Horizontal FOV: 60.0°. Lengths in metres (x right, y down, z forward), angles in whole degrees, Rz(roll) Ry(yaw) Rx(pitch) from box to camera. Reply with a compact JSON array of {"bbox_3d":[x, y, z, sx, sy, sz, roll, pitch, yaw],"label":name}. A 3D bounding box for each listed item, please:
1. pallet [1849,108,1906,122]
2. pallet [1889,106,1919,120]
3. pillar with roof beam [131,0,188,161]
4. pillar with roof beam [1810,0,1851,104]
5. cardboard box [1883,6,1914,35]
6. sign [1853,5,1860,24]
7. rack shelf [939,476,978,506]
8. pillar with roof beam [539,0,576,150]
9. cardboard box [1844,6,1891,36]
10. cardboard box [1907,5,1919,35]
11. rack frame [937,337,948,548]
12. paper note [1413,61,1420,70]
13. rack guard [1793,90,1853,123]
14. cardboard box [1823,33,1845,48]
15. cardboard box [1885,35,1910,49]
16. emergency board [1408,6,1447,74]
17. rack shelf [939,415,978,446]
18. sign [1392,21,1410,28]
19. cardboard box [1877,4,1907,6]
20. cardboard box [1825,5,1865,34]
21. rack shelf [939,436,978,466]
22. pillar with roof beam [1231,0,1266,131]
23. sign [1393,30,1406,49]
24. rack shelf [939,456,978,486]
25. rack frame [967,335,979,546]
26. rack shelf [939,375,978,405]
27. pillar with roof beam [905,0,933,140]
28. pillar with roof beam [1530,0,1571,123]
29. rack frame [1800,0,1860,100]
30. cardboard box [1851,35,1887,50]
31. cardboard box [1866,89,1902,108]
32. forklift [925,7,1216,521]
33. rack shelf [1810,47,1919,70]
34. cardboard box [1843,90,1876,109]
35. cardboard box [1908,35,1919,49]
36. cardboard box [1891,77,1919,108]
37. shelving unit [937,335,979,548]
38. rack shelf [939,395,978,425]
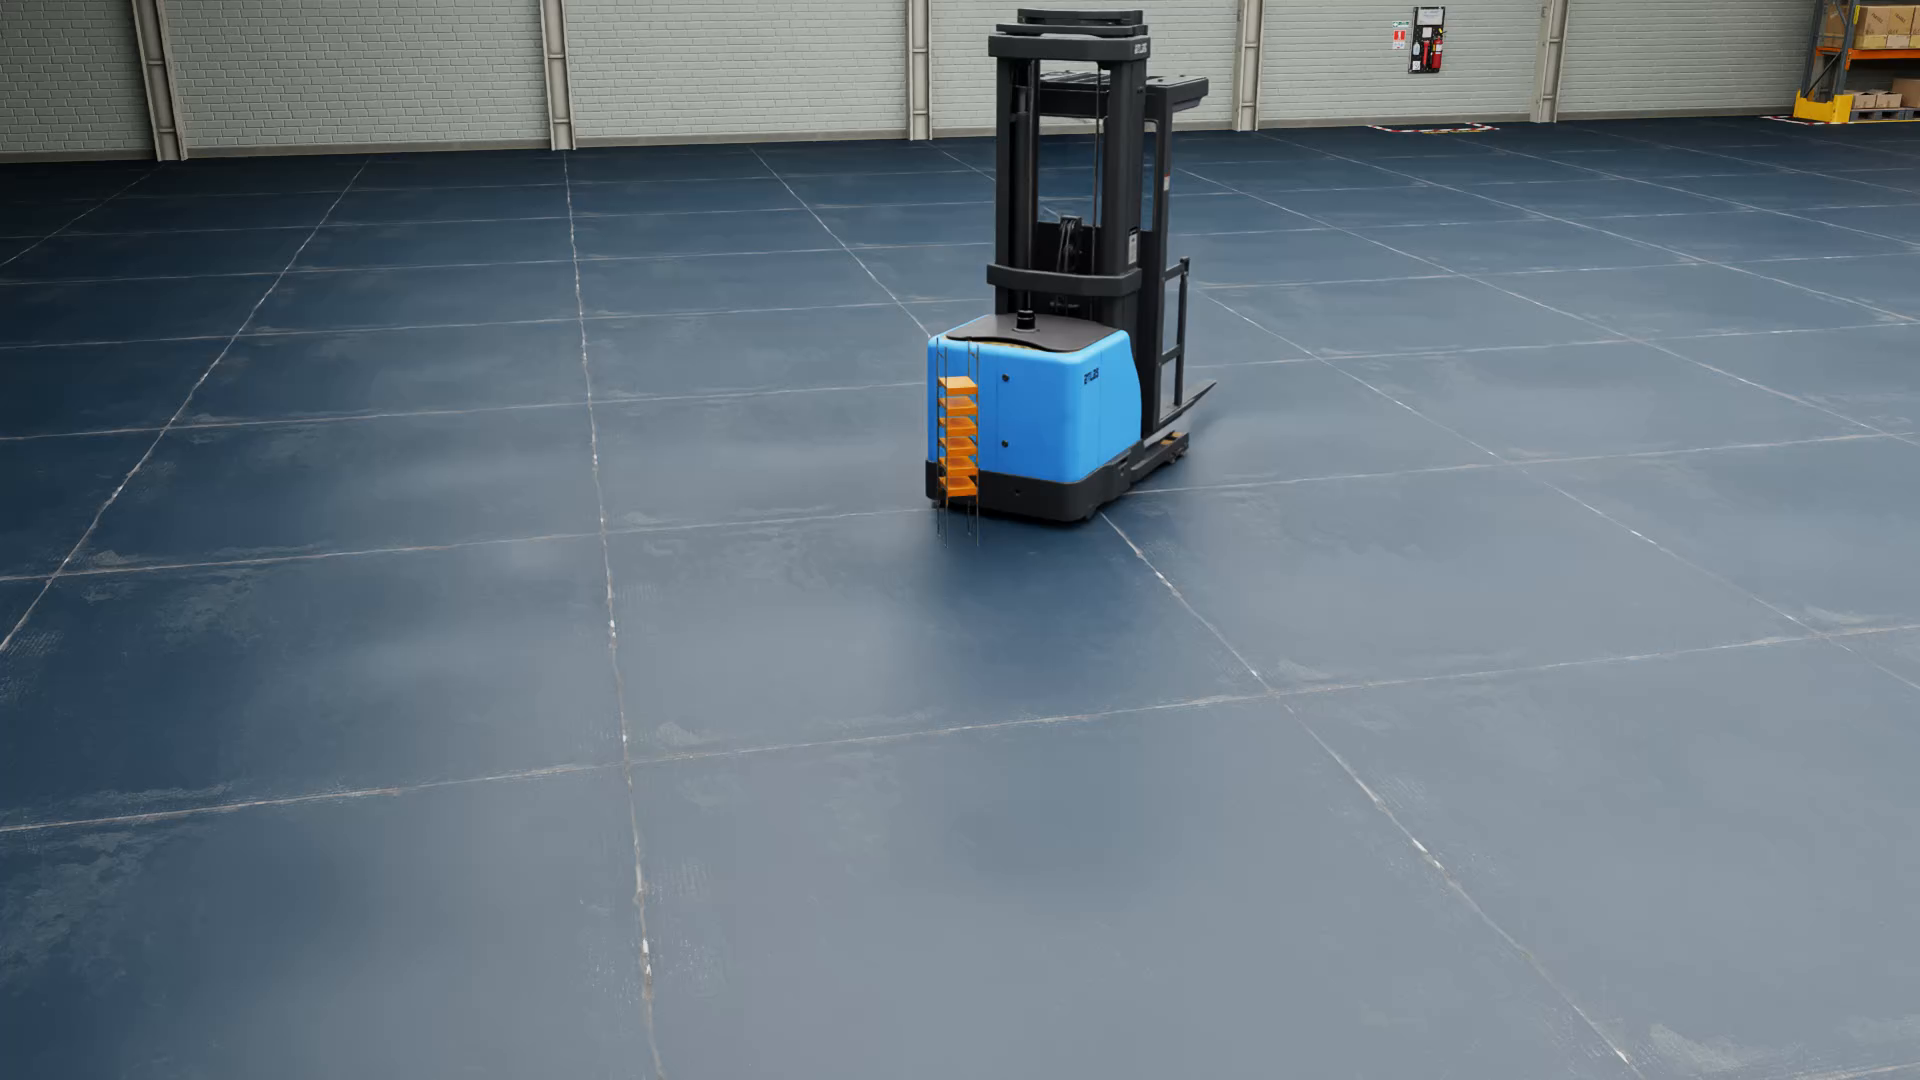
[{"bbox_3d":[17.206,-8.172,31.817,1.213,0.211,1.003,-5,21,-12],"label":"pallet"},{"bbox_3d":[18.391,-8.267,32.077,1.213,0.211,1.003,-5,21,-12],"label":"pallet"},{"bbox_3d":[-11.389,-8.769,20.671,0.400,9.000,9.100,-5,21,-12],"label":"pillar with roof beam"},{"bbox_3d":[17.806,-11.144,27.153,0.400,9.000,9.100,-5,21,-12],"label":"pillar with roof beam"},{"bbox_3d":[17.350,-9.687,30.997,0.500,0.500,0.500,-5,21,-12],"label":"cardboard box"},{"bbox_3d":[16.458,-9.648,30.533,0.005,0.325,0.100,-5,21,-12],"label":"sign"},{"bbox_3d":[-0.014,-0.295,9.703,0.180,0.103,0.258,-5,21,-12],"label":"rack shelf"},{"bbox_3d":[-5.550,-9.244,21.968,0.400,9.000,9.100,-5,21,-12],"label":"pillar with roof beam"},{"bbox_3d":[16.867,-9.651,30.899,0.500,0.500,0.500,-5,21,-12],"label":"cardboard box"},{"bbox_3d":[17.854,-9.726,31.103,0.500,0.500,0.500,-5,21,-14],"label":"cardboard box"},{"bbox_3d":[-0.103,-0.555,9.585,0.006,1.200,0.240,-5,21,-12],"label":"rack frame"},{"bbox_3d":[8.374,-8.706,30.500,0.142,0.148,0.016,-5,21,-12],"label":"paper note"},{"bbox_3d":[16.407,-8.255,31.624,0.348,0.500,1.175,-5,21,-12],"label":"rack guard"},{"bbox_3d":[16.743,-9.464,31.478,0.500,0.250,0.500,-4,21,-12],"label":"cardboard box"},{"bbox_3d":[17.383,-9.340,31.140,0.500,0.250,0.500,-5,21,-14],"label":"cardboard box"},{"bbox_3d":[8.562,-9.110,30.323,0.643,1.169,0.194,-5,21,-12],"label":"emergency board"},{"bbox_3d":[-0.014,-0.633,9.579,0.180,0.103,0.258,-5,21,-12],"label":"rack shelf"},{"bbox_3d":[8.007,-9.364,30.194,0.331,0.109,0.001,-5,21,-12],"label":"sign"},{"bbox_3d":[17.737,-9.901,31.582,0.500,0.500,0.500,-5,21,-14],"label":"cardboard box"},{"bbox_3d":[16.743,-9.822,31.367,0.500,0.500,0.500,-5,21,-13],"label":"cardboard box"},{"bbox_3d":[-0.014,-0.521,9.620,0.180,0.103,0.258,-5,21,-12],"label":"rack shelf"},{"bbox_3d":[6.128,-10.194,24.560,0.400,9.000,9.100,-5,21,-12],"label":"pillar with roof beam"},{"bbox_3d":[8.001,-9.118,30.292,0.234,0.329,0.001,-5,21,-12],"label":"sign"},{"bbox_3d":[-0.014,-0.408,9.662,0.180,0.103,0.258,-5,21,-12],"label":"rack shelf"},{"bbox_3d":[0.075,-0.569,9.625,0.006,1.200,0.240,-5,21,-12],"label":"rack frame"},{"bbox_3d":[-0.014,-0.859,9.497,0.180,0.103,0.258,-5,21,-12],"label":"rack shelf"},{"bbox_3d":[0.289,-9.719,23.264,0.400,9.000,9.100,-5,21,-12],"label":"pillar with roof beam"},{"bbox_3d":[11.967,-10.669,25.857,0.400,9.000,9.100,-5,21,-12],"label":"pillar with roof beam"},{"bbox_3d":[16.333,-9.423,31.177,0.127,3.000,1.000,-5,21,-12],"label":"rack frame"},{"bbox_3d":[16.881,-9.294,31.015,0.500,0.250,0.500,-5,21,-14],"label":"cardboard box"},{"bbox_3d":[17.582,-8.437,31.755,0.500,0.311,0.500,-3,20,-8],"label":"cardboard box"},{"bbox_3d":[0.916,-1.951,10.879,1.130,2.935,3.031,10,22,26],"label":"forklift"},{"bbox_3d":[18.279,-9.243,31.733,4.000,0.370,1.077,-5,21,-12],"label":"rack shelf"},{"bbox_3d":[17.027,-8.392,31.631,0.500,0.311,0.500,-7,21,-19],"label":"cardboard box"},{"bbox_3d":[17.880,-9.378,31.245,0.500,0.250,0.500,-5,21,-13],"label":"cardboard box"},{"bbox_3d":[18.307,-8.567,31.835,0.500,0.500,0.700,-6,21,-16],"label":"cardboard box"},{"bbox_3d":[-0.014,-0.562,9.605,0.189,1.200,0.258,-5,21,-12],"label":"shelving unit"},{"bbox_3d":[-0.014,-0.746,9.538,0.180,0.103,0.258,-5,21,-12],"label":"rack shelf"}]
